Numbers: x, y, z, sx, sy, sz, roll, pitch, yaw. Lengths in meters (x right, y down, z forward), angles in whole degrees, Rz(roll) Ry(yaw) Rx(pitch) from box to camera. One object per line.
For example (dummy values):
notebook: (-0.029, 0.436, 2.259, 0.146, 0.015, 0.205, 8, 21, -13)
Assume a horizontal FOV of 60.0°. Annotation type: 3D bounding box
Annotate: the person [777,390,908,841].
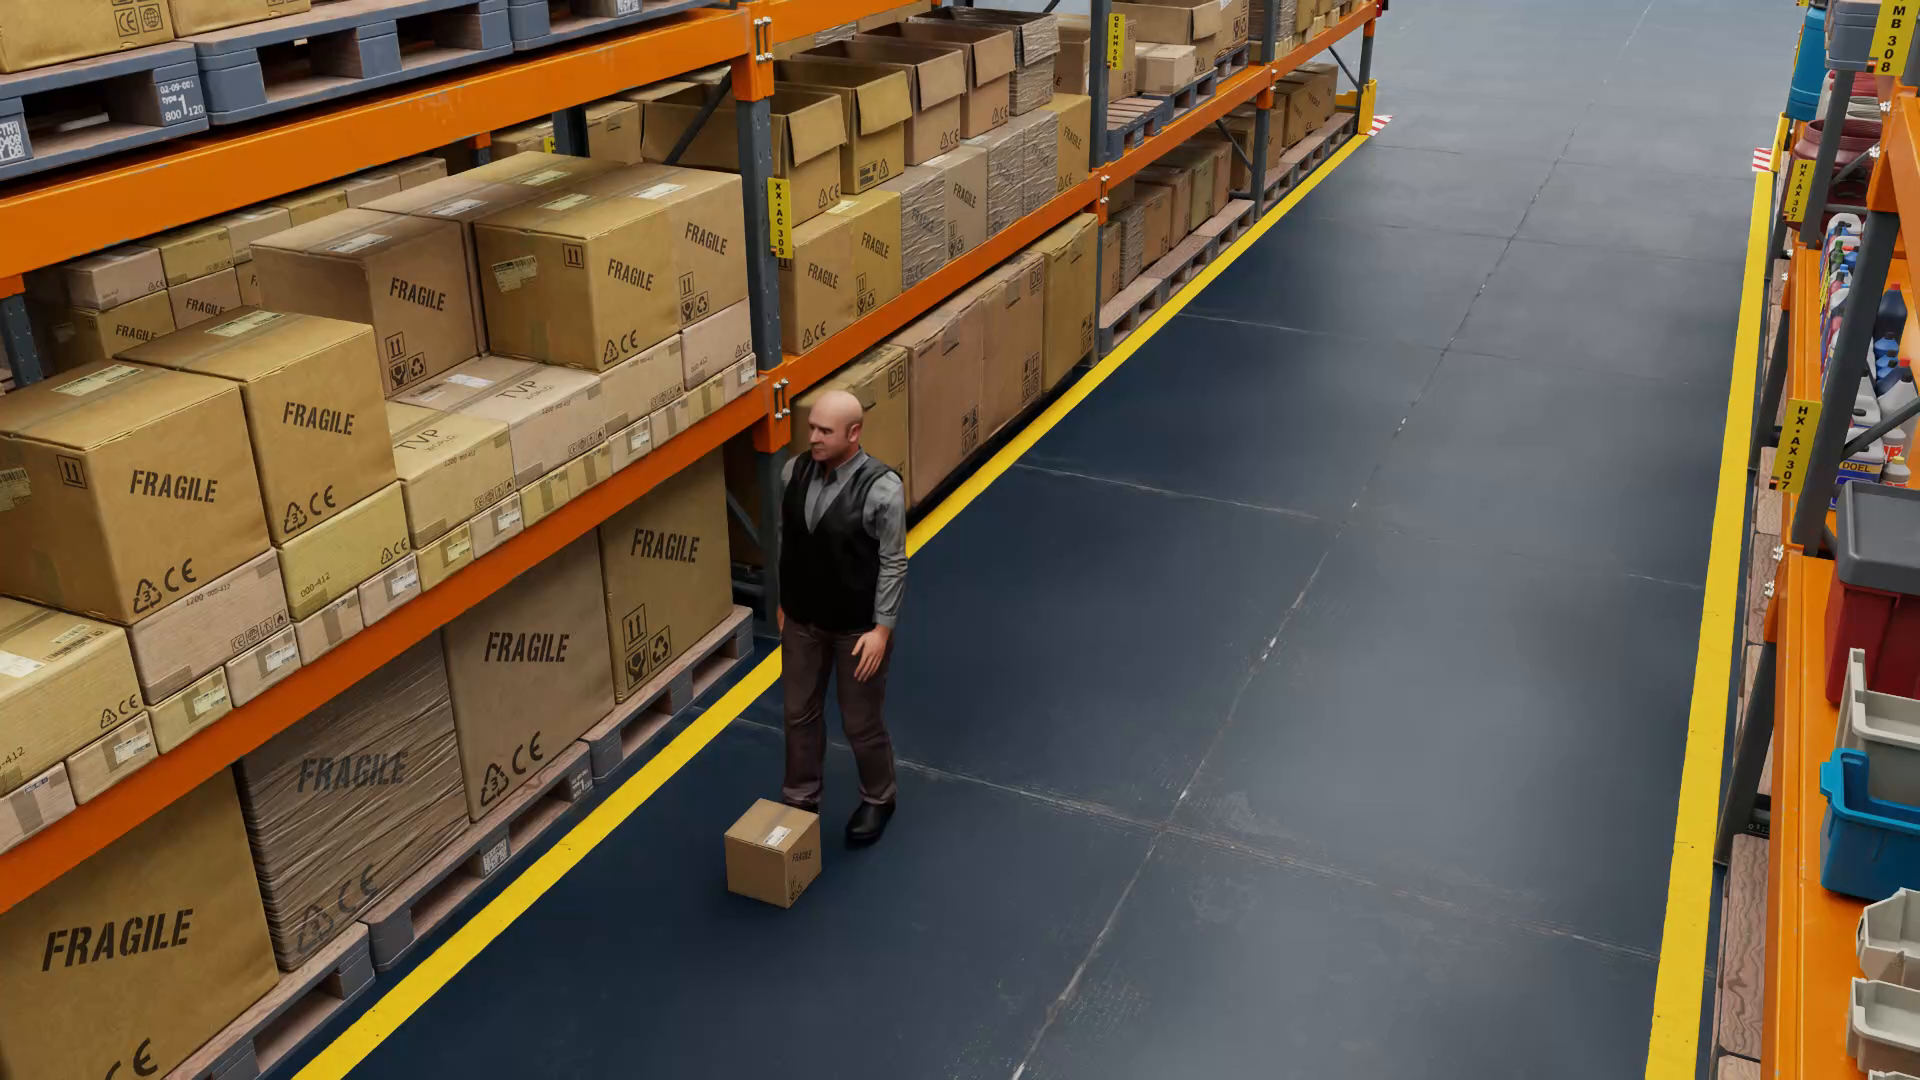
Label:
person: (-0.473, 0.313, 5.977, 0.574, 1.730, 0.502, 14, 29, 26)
